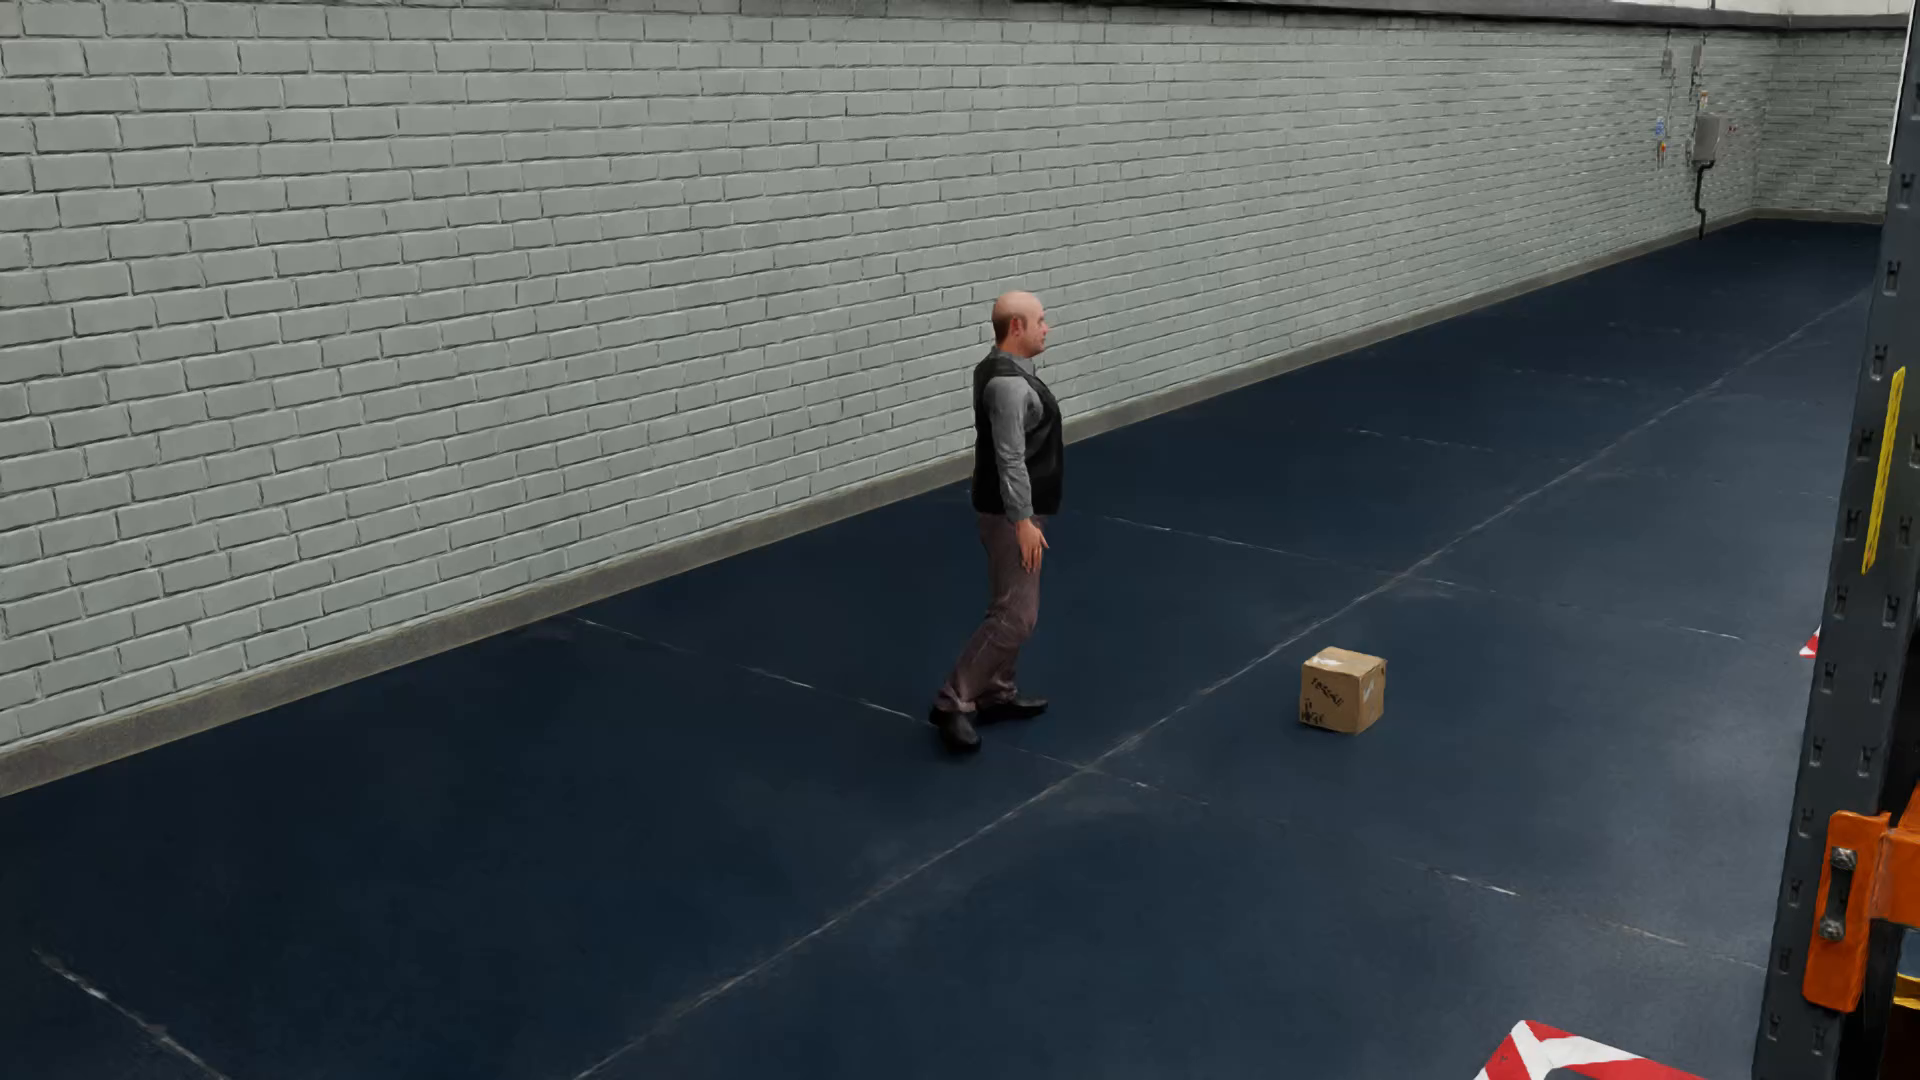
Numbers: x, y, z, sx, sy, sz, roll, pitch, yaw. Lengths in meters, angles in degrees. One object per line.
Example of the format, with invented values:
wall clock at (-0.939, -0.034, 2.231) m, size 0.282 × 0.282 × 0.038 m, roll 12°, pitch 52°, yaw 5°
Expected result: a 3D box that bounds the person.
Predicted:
person at (0.138, -0.071, 6.322) m, size 0.512 × 1.714 × 0.728 m, roll 0°, pitch 16°, yaw 1°
